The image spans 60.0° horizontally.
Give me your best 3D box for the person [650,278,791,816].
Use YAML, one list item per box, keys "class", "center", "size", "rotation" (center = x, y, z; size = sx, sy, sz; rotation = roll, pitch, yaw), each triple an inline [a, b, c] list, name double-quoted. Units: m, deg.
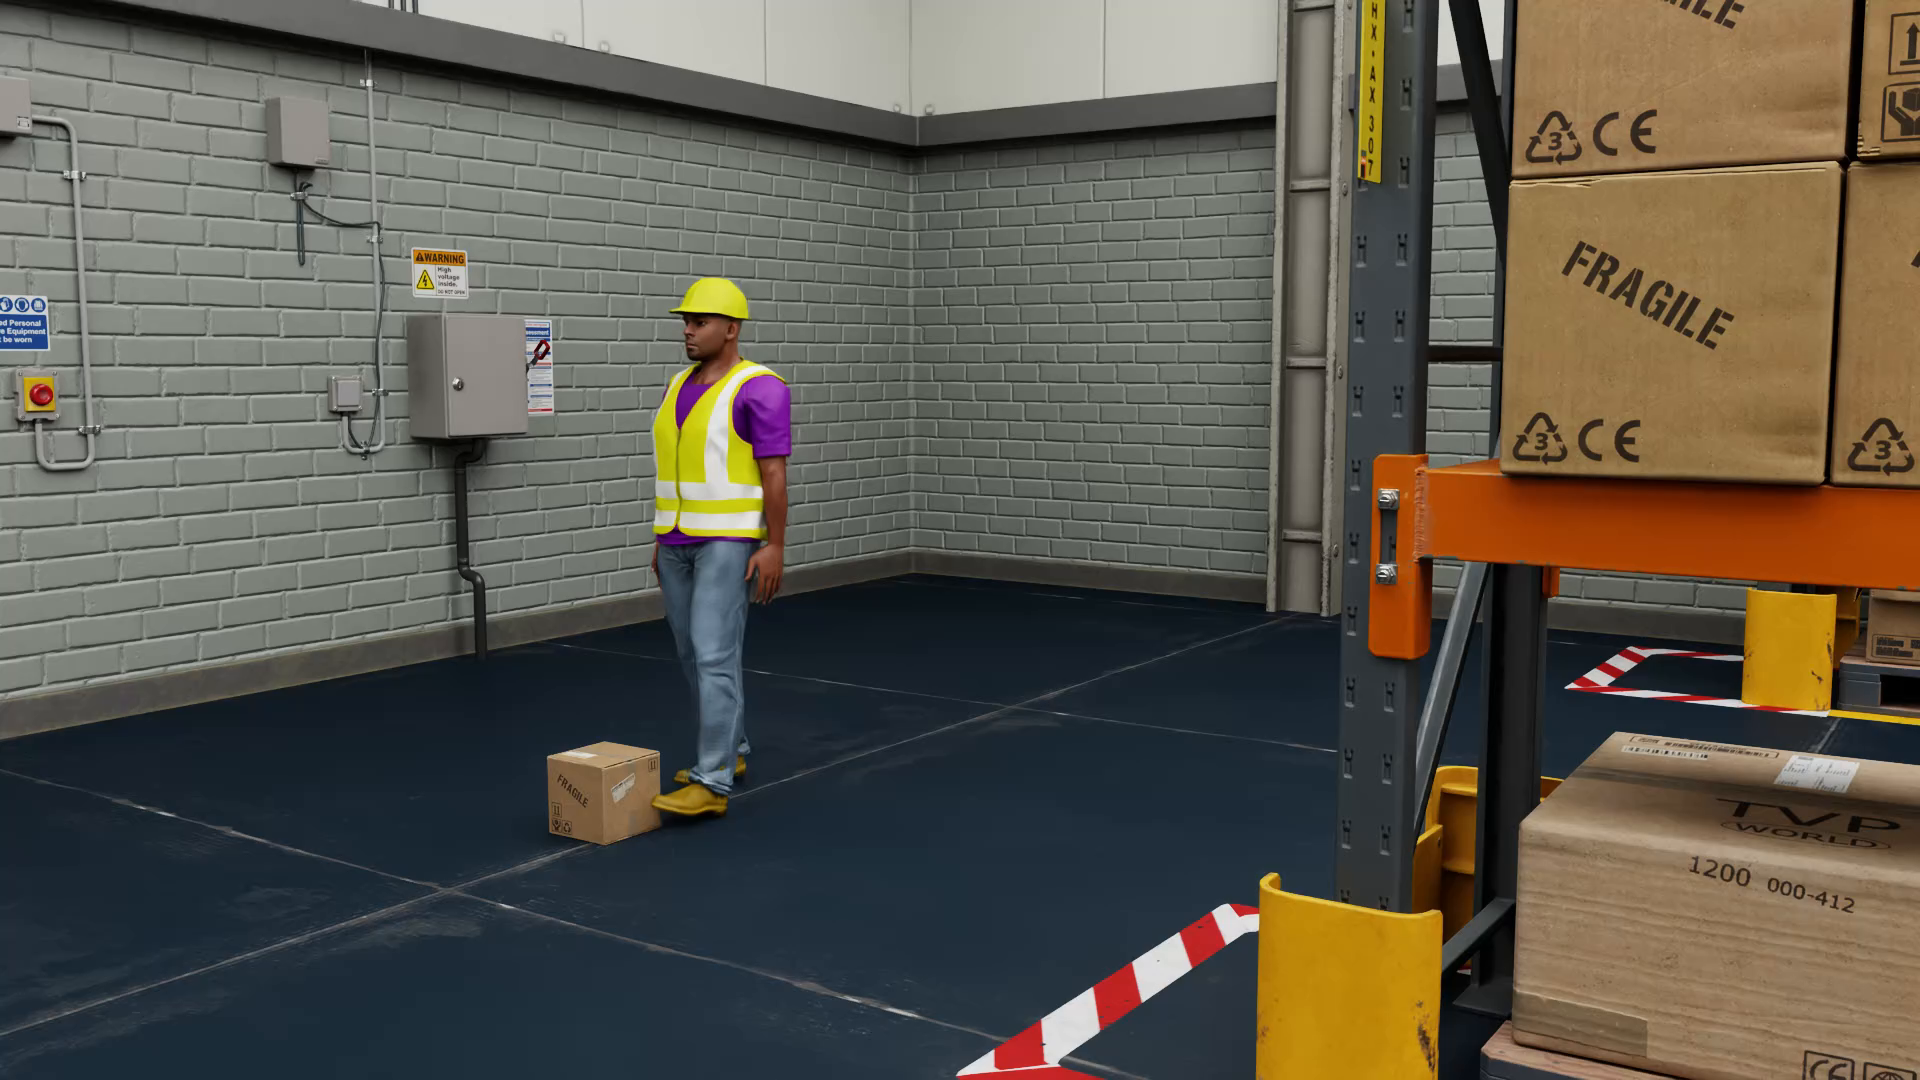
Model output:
- class: "person"
  center: [-0.877, 0.014, 5.560]
  size: [0.561, 1.768, 0.673]
  rotation: [5, 8, 39]
